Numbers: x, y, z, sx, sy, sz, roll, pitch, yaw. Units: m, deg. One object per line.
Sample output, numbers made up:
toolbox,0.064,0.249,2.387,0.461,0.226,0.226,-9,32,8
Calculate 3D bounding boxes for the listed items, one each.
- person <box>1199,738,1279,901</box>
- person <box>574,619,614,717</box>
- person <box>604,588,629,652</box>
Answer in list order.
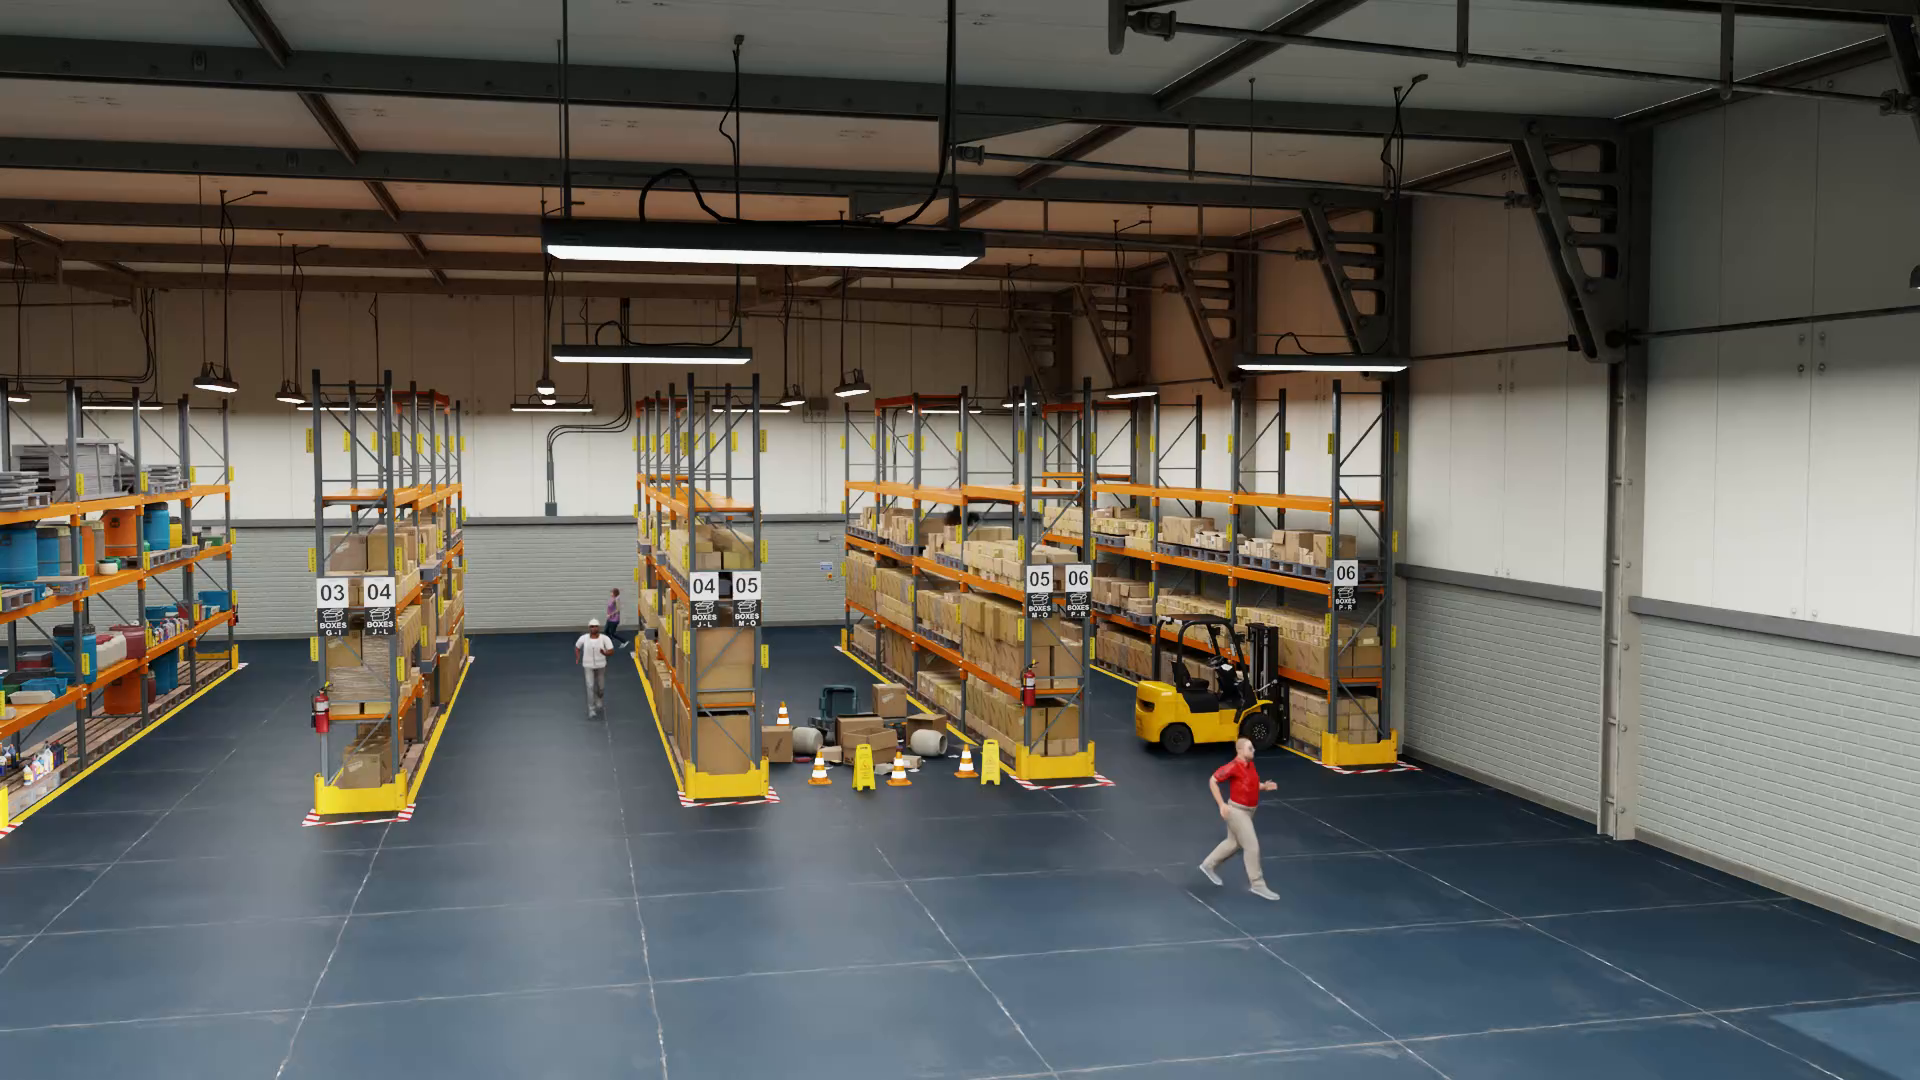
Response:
person,3.095,3.053,18.403,0.949,1.742,0.652,2,4,29
person,-6.732,2.330,30.635,0.706,1.745,0.987,-1,3,-14
person,-8.256,1.930,39.836,0.697,1.584,0.533,-2,4,-33
